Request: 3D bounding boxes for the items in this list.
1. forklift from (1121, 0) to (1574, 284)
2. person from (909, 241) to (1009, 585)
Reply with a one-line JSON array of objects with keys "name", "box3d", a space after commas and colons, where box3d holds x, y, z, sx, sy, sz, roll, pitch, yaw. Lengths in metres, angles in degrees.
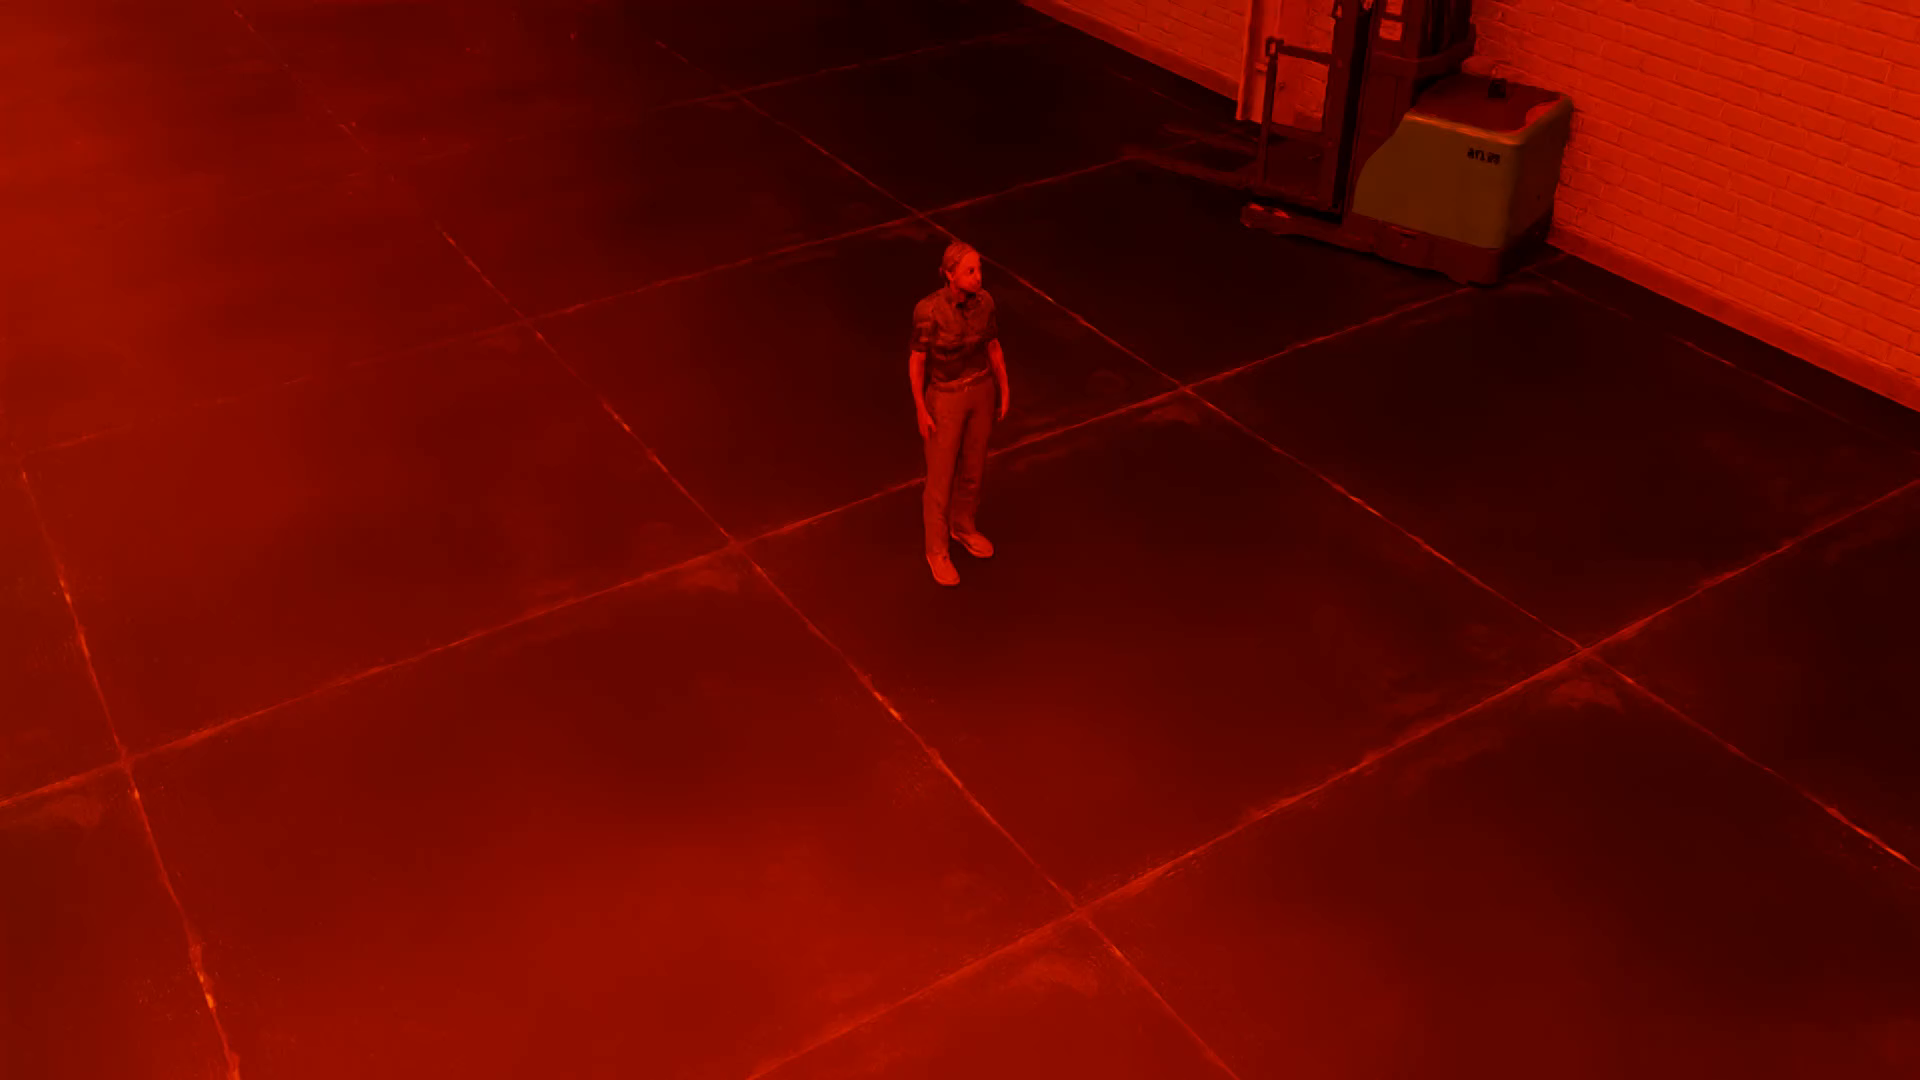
[{"name": "forklift", "box3d": [2.615, -3.570, 11.228, 3.031, 2.935, 1.130, 23, 41, 29]}, {"name": "person", "box3d": [0.031, -0.634, 8.148, 0.570, 1.654, 0.503, -21, 40, -27]}]
